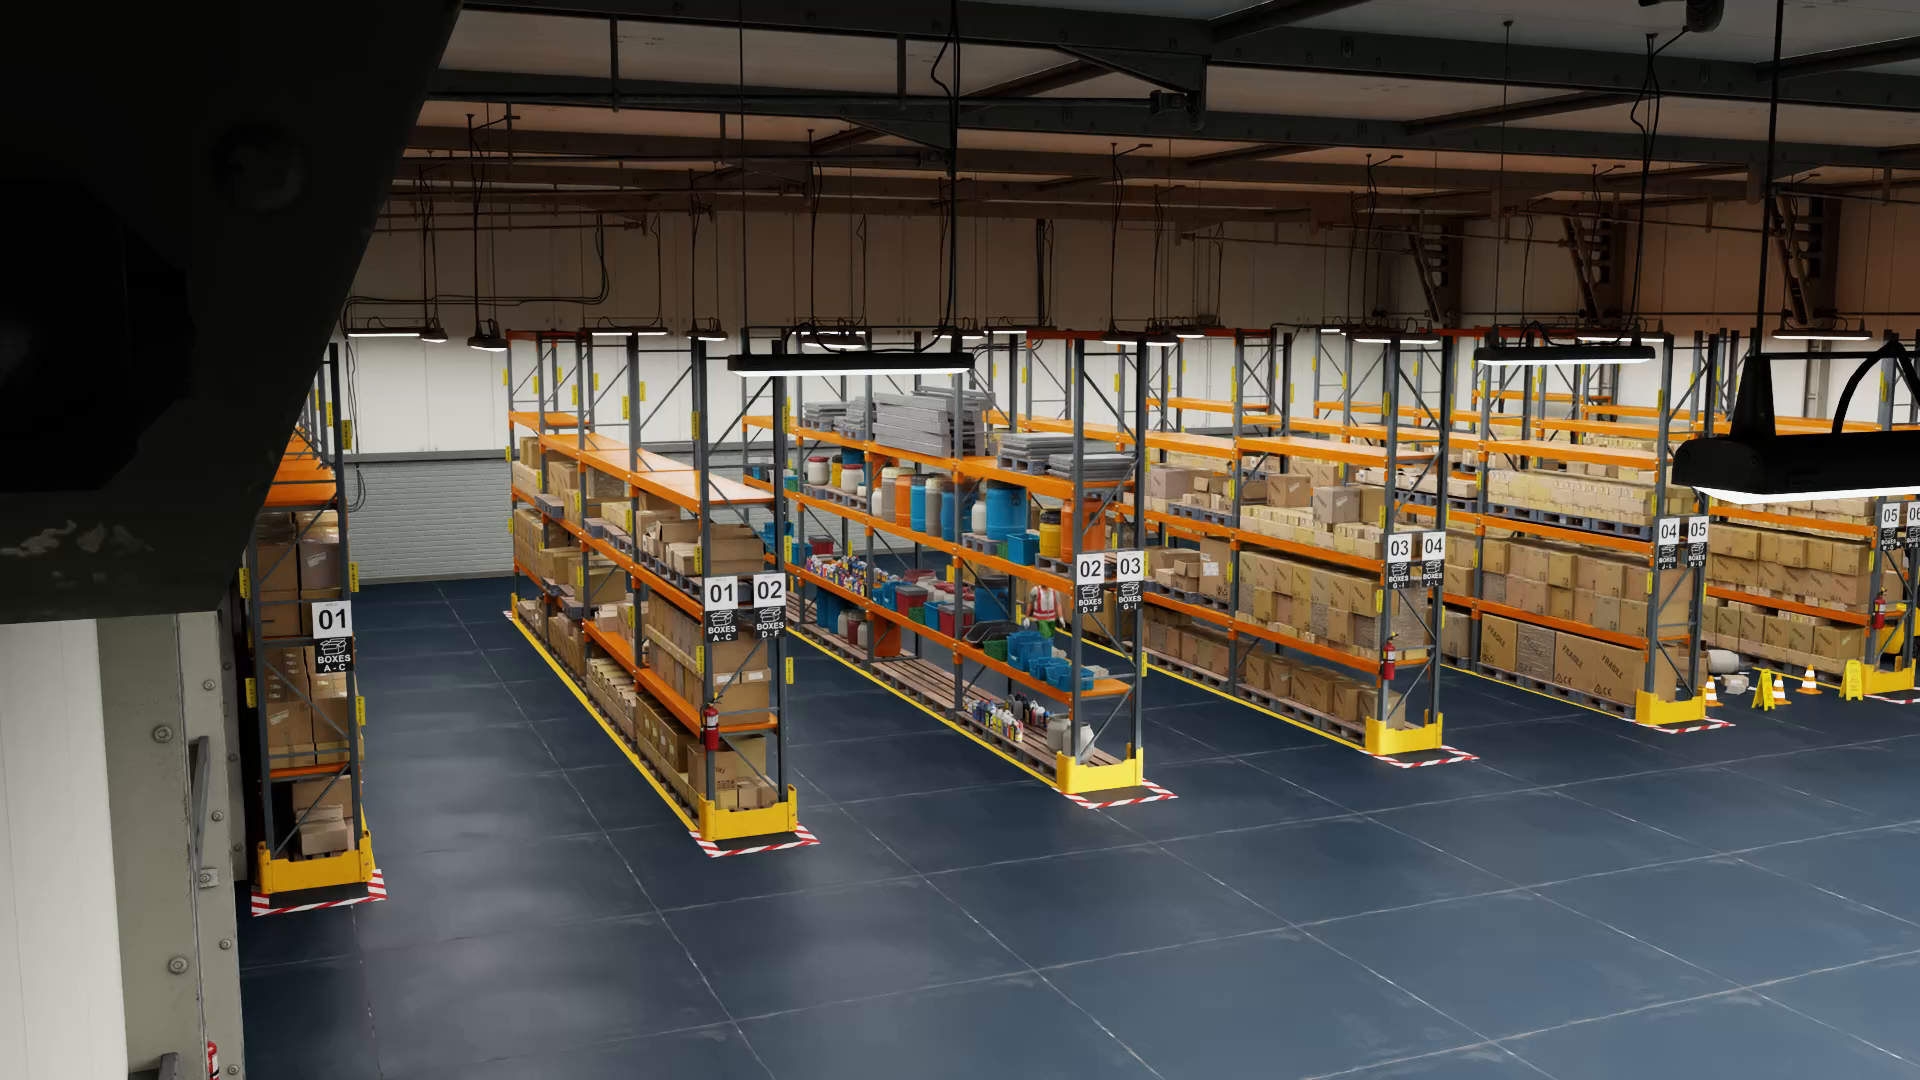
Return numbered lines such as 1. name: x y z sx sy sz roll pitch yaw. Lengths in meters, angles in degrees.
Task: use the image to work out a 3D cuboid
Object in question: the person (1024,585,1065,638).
1. person: 1.497 1.346 28.621 0.550 1.659 1.033 -5 9 -32
